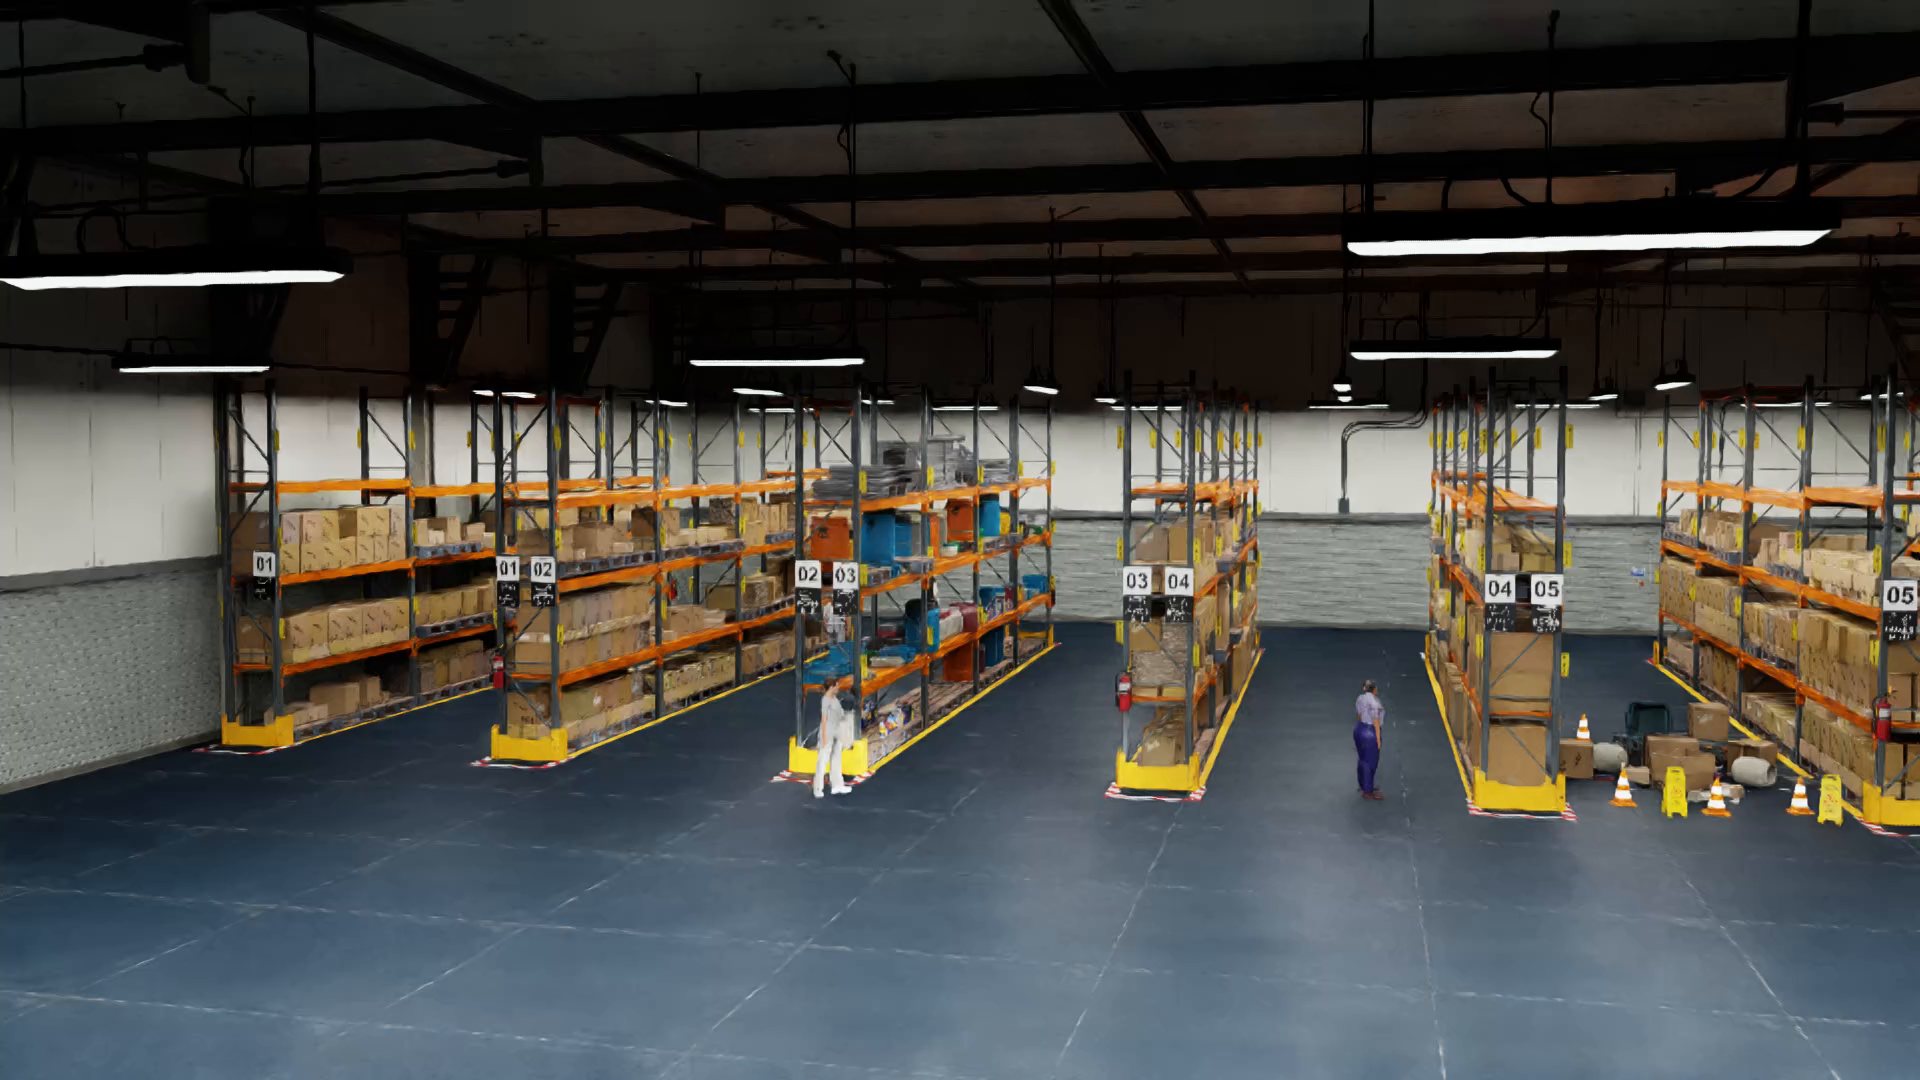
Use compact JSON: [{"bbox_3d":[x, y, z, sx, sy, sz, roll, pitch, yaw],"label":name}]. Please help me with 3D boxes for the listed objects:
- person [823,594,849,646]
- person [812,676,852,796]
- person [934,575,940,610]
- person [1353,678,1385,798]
[{"bbox_3d":[-2.754,1.951,36.523,0.547,1.672,1.105,1,4,12],"label":"person"},{"bbox_3d":[-1.834,2.751,23.451,0.477,1.672,0.552,1,4,18],"label":"person"},{"bbox_3d":[-0.650,1.667,41.961,0.505,1.657,0.684,-1,4,-13],"label":"person"},{"bbox_3d":[5.780,2.772,23.384,0.429,1.642,0.533,-1,4,-18],"label":"person"}]
